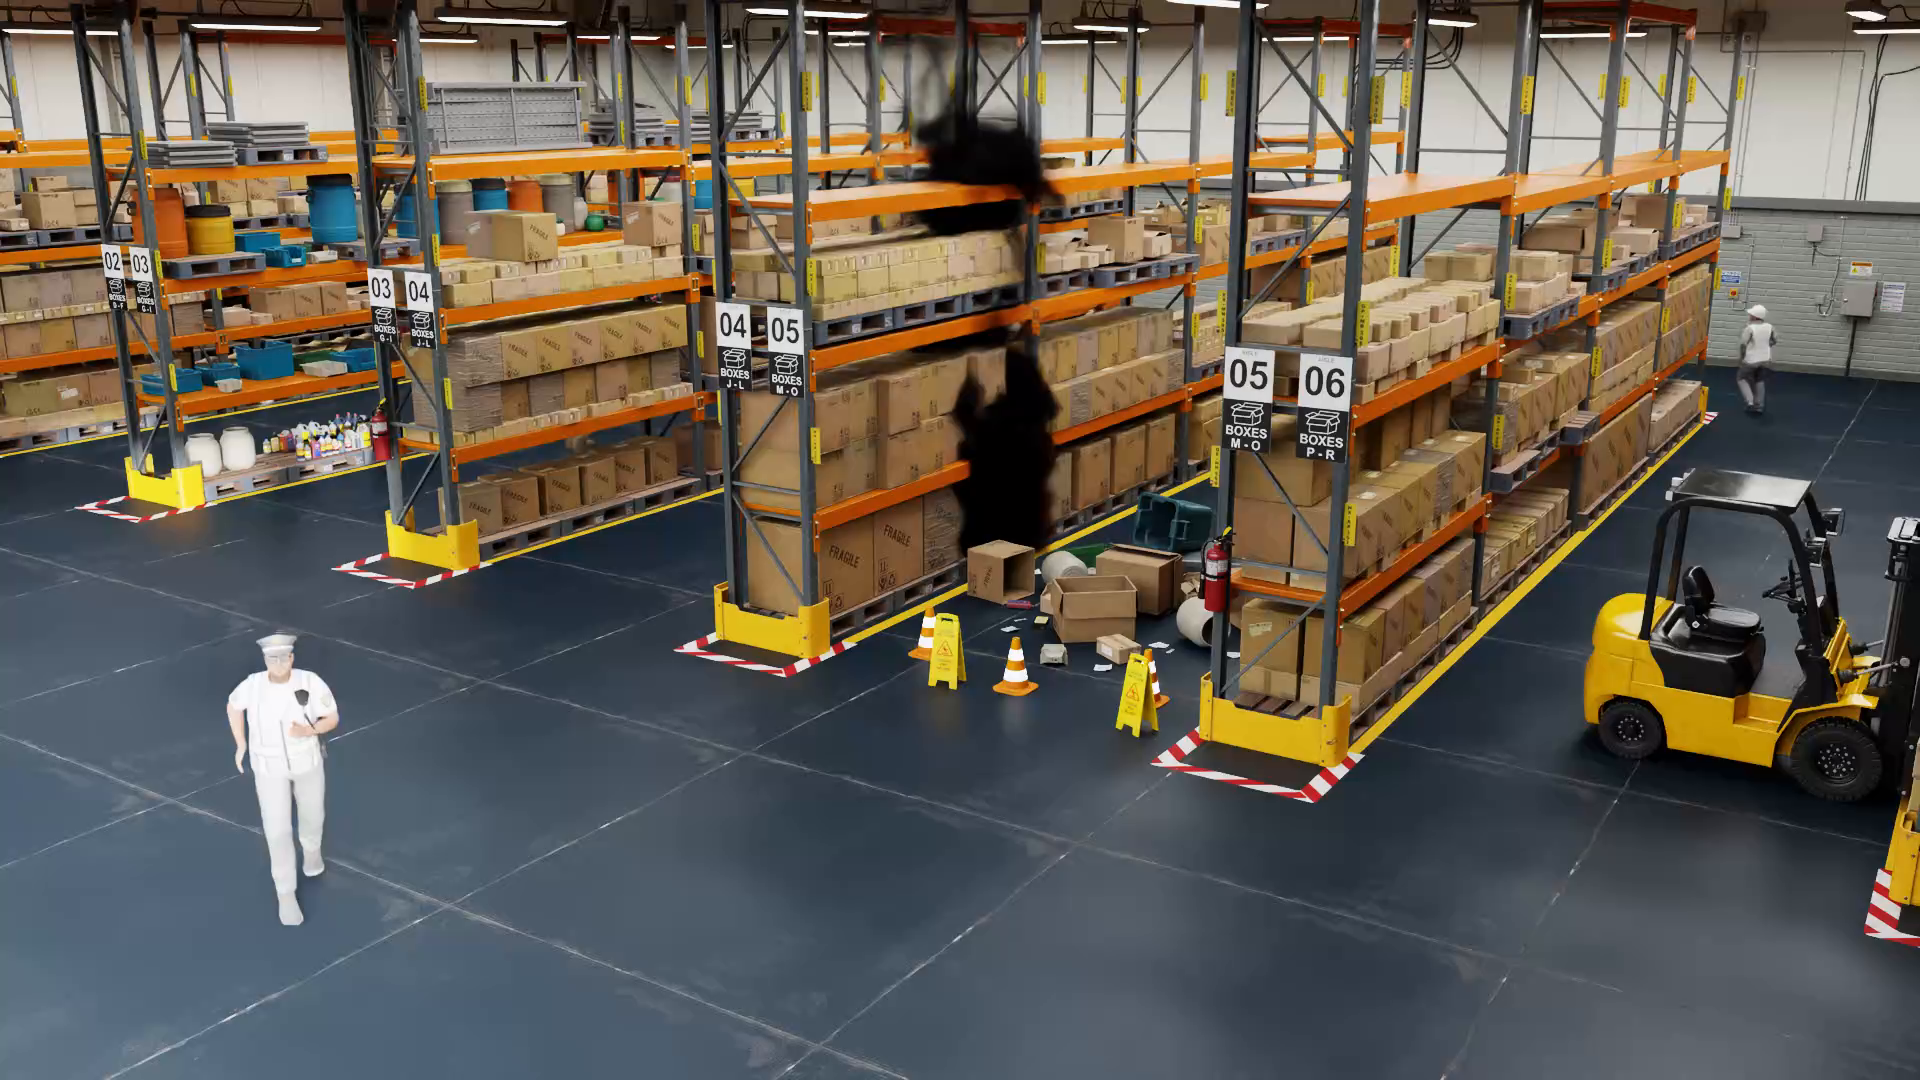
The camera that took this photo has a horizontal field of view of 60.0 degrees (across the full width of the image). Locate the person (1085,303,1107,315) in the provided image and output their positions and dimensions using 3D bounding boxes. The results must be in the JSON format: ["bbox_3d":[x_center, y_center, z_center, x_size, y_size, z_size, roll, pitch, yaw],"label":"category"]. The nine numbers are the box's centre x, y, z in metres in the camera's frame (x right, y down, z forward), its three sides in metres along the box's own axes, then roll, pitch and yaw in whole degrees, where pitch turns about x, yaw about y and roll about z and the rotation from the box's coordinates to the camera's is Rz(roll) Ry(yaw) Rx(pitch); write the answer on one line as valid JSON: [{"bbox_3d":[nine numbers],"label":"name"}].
[{"bbox_3d":[2.256,-3.212,27.494,0.686,1.721,0.597,10,19,32],"label":"person"}]

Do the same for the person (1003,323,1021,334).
[{"bbox_3d":[0.753,-2.023,22.275,0.668,1.805,0.845,10,19,33],"label":"person"}]

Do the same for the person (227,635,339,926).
[{"bbox_3d":[-4.296,1.459,10.659,0.640,1.839,0.837,-7,17,-25],"label":"person"}]

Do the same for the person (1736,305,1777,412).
[{"bbox_3d":[12.565,-2.861,26.376,0.674,1.747,0.595,0,16,0],"label":"person"}]

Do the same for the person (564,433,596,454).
[{"bbox_3d":[-5.018,-1.665,22.102,0.650,1.673,0.593,8,17,25],"label":"person"}]
